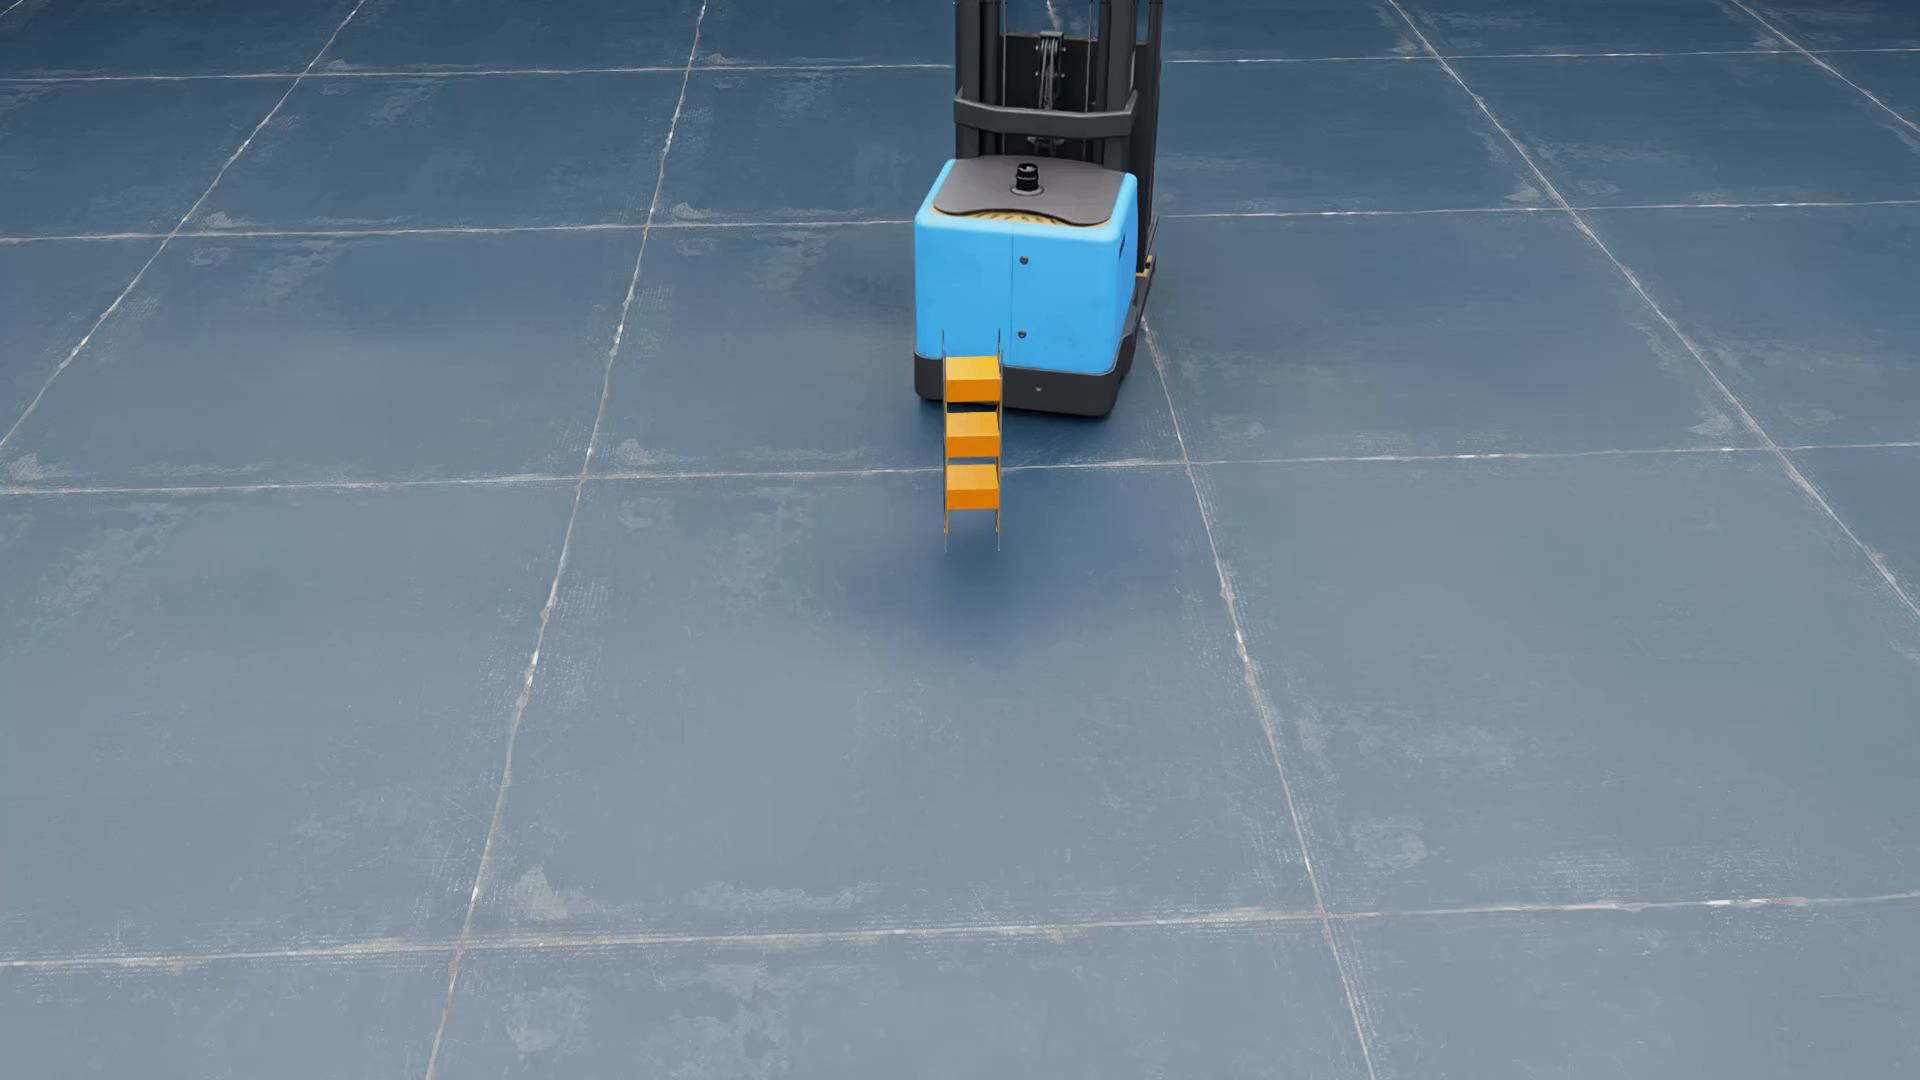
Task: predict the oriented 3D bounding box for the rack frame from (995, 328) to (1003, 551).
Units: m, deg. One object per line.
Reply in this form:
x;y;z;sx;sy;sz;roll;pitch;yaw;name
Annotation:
0.175;-0.436;7.458;0.008;1.050;0.200;-2;35;-2;rack frame

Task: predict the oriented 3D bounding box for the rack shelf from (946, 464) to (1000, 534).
0.053;-0.196;7.618;0.240;0.259;0.215;-2;35;-2;rack shelf

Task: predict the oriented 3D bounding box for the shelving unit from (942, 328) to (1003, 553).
0.053;-0.433;7.453;0.252;1.050;0.215;-2;35;-2;shelving unit

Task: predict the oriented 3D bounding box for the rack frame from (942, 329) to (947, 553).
-0.068;-0.430;7.449;0.008;1.050;0.200;-2;35;-2;rack frame

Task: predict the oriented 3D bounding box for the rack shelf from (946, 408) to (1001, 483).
0.053;-0.424;7.459;0.240;0.259;0.215;-2;35;-2;rack shelf

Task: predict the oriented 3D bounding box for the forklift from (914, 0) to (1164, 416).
0.566;-2.677;9.042;1.130;2.935;3.031;7;35;10;forklift

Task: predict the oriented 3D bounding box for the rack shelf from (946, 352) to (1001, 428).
0.053;-0.658;7.298;0.240;0.259;0.215;-2;35;-2;rack shelf
